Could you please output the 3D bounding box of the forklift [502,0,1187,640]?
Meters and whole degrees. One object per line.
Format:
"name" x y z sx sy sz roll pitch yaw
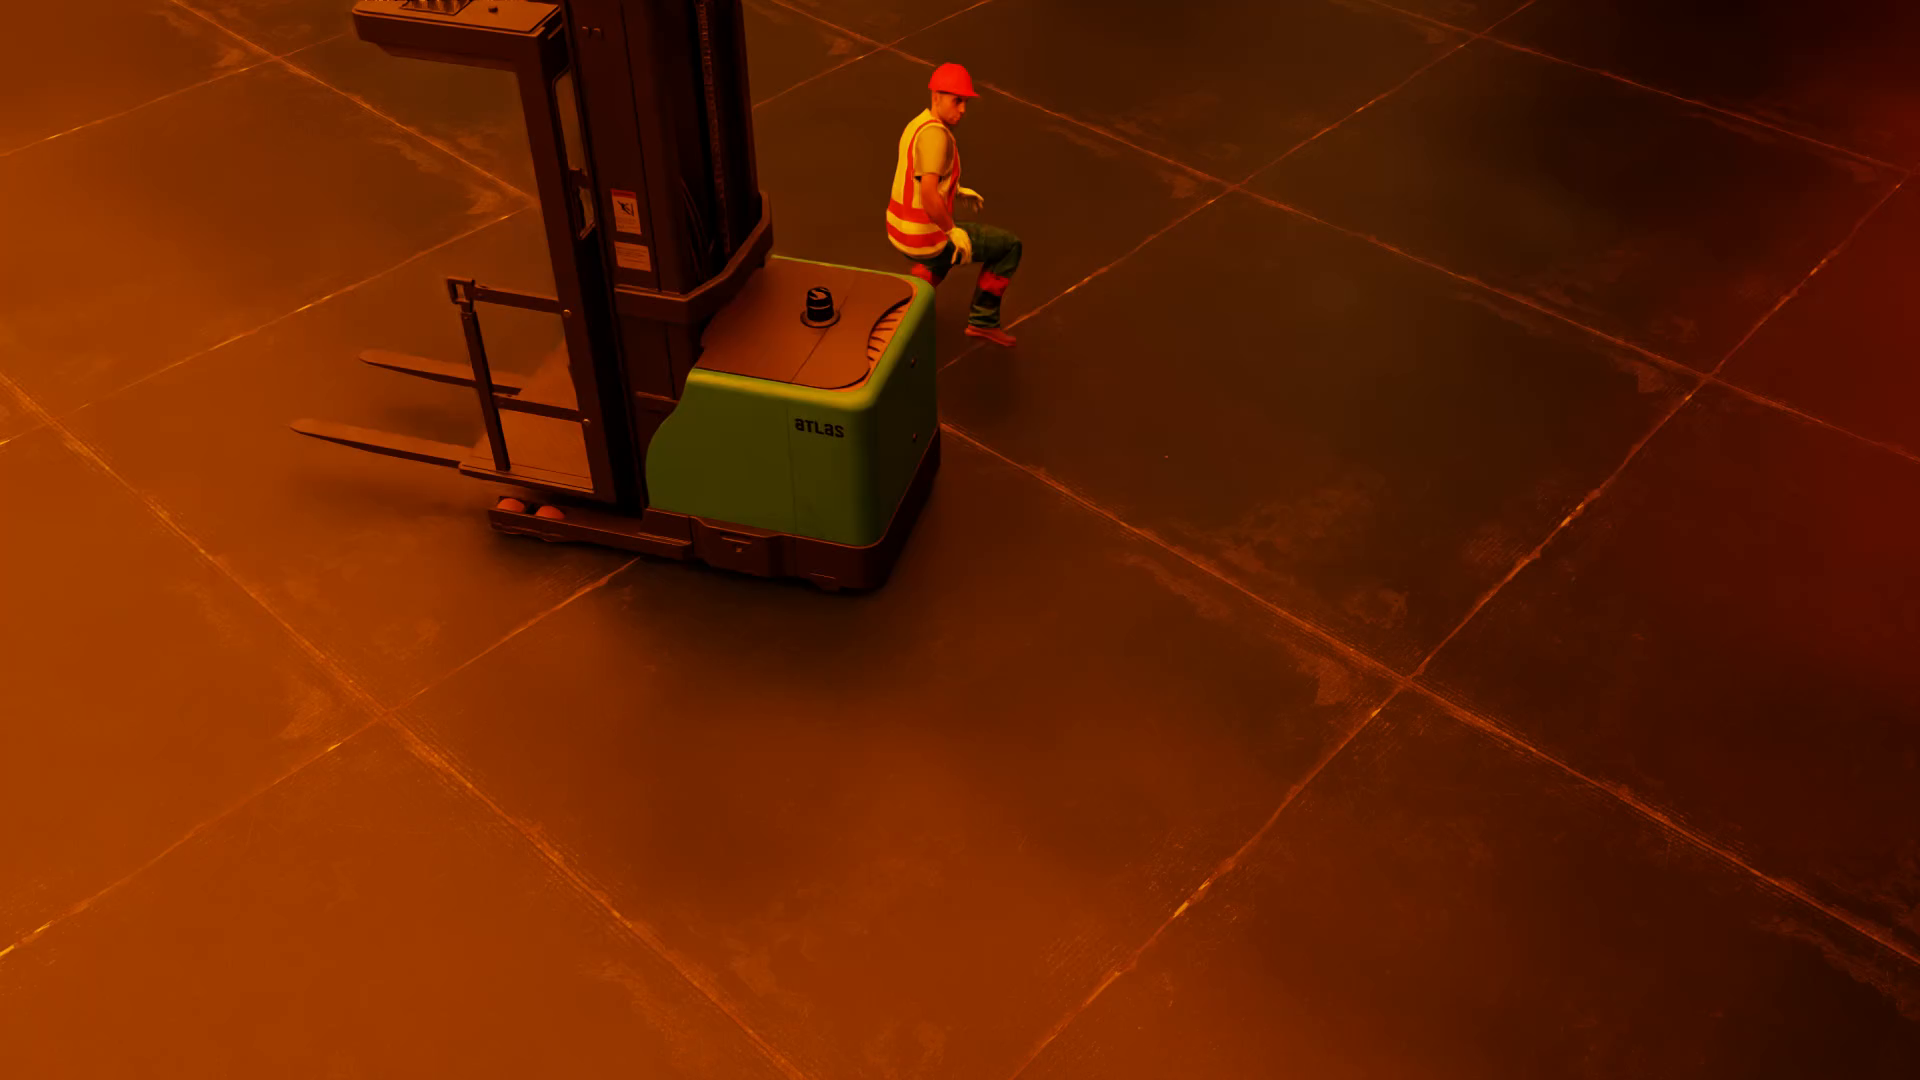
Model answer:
"forklift" -0.586 -1.222 6.852 3.031 2.935 1.130 11 42 12
